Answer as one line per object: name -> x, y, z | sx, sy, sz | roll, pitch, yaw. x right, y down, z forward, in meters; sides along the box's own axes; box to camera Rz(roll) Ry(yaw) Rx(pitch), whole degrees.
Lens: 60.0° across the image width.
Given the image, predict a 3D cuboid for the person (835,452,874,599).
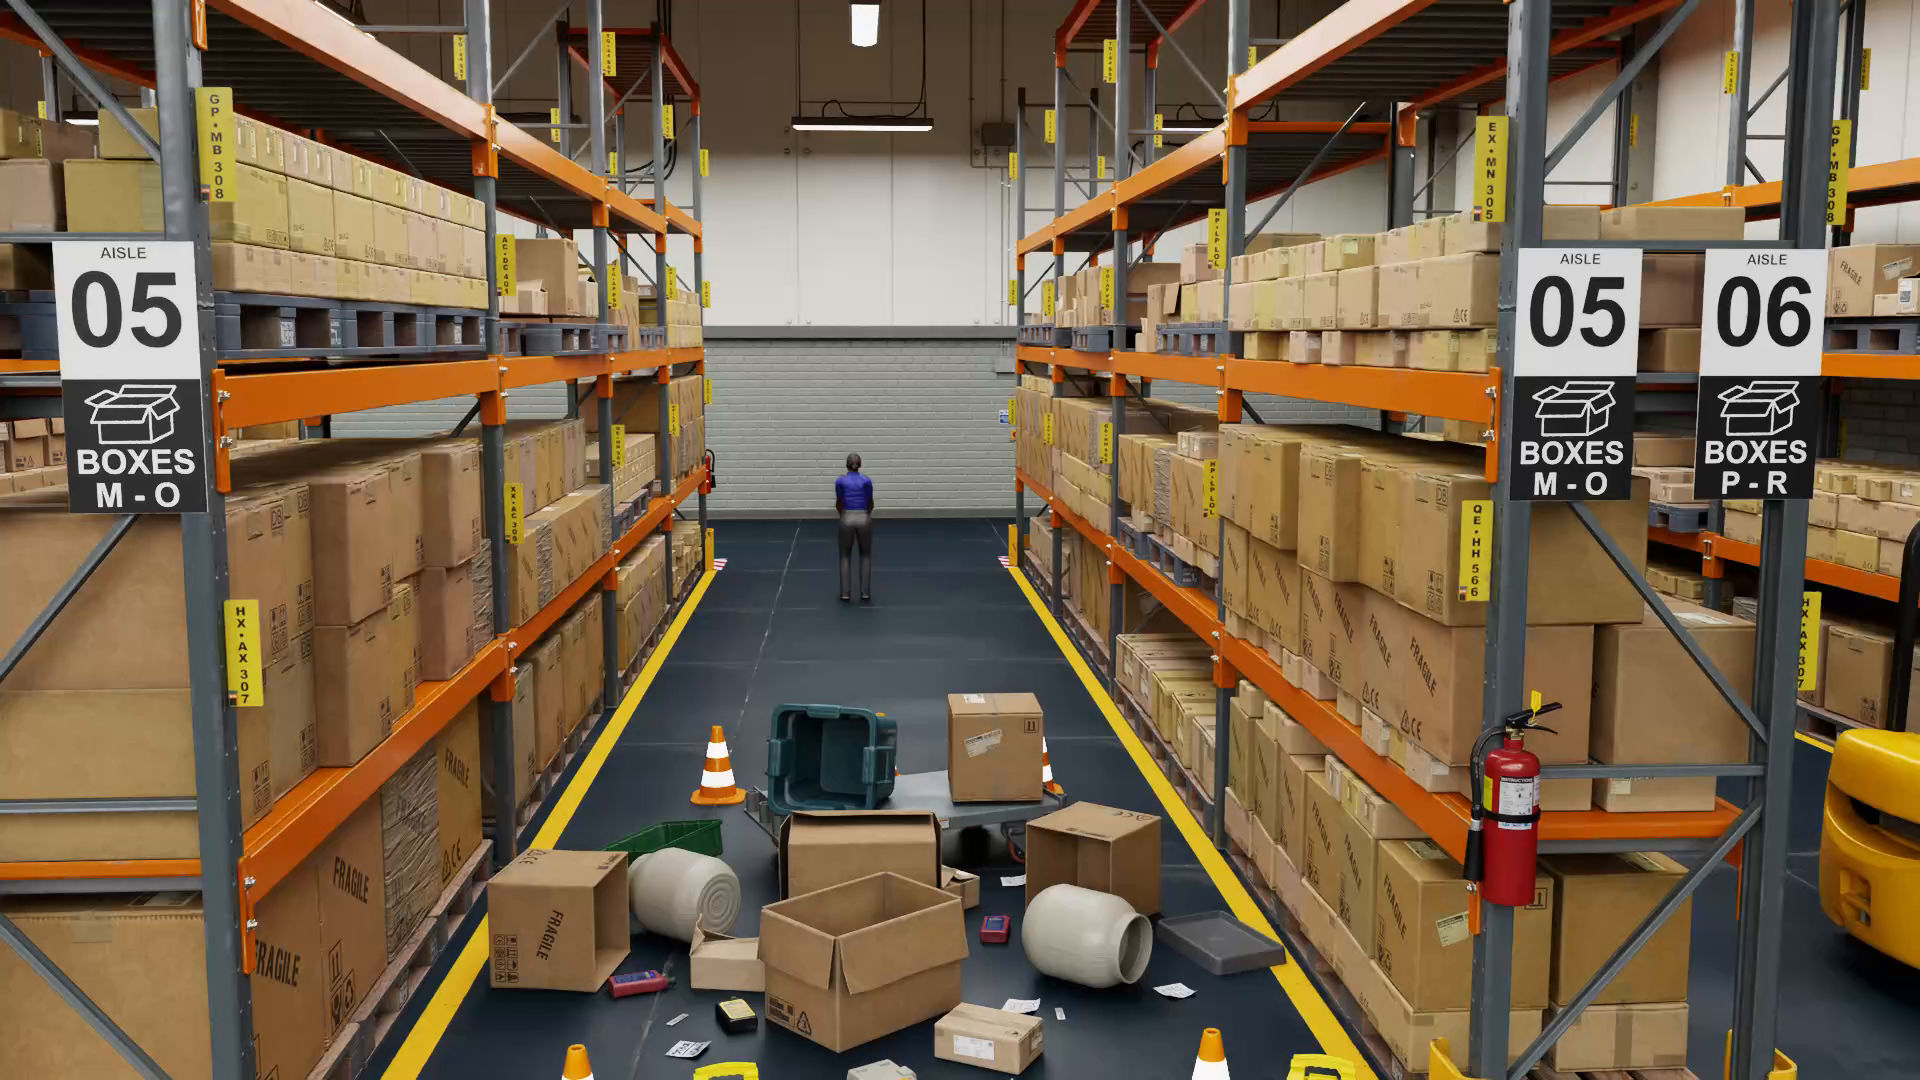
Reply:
person -> -1.183, -0.165, 18.666 | 0.435, 1.657, 0.504 | -1, 7, -4
